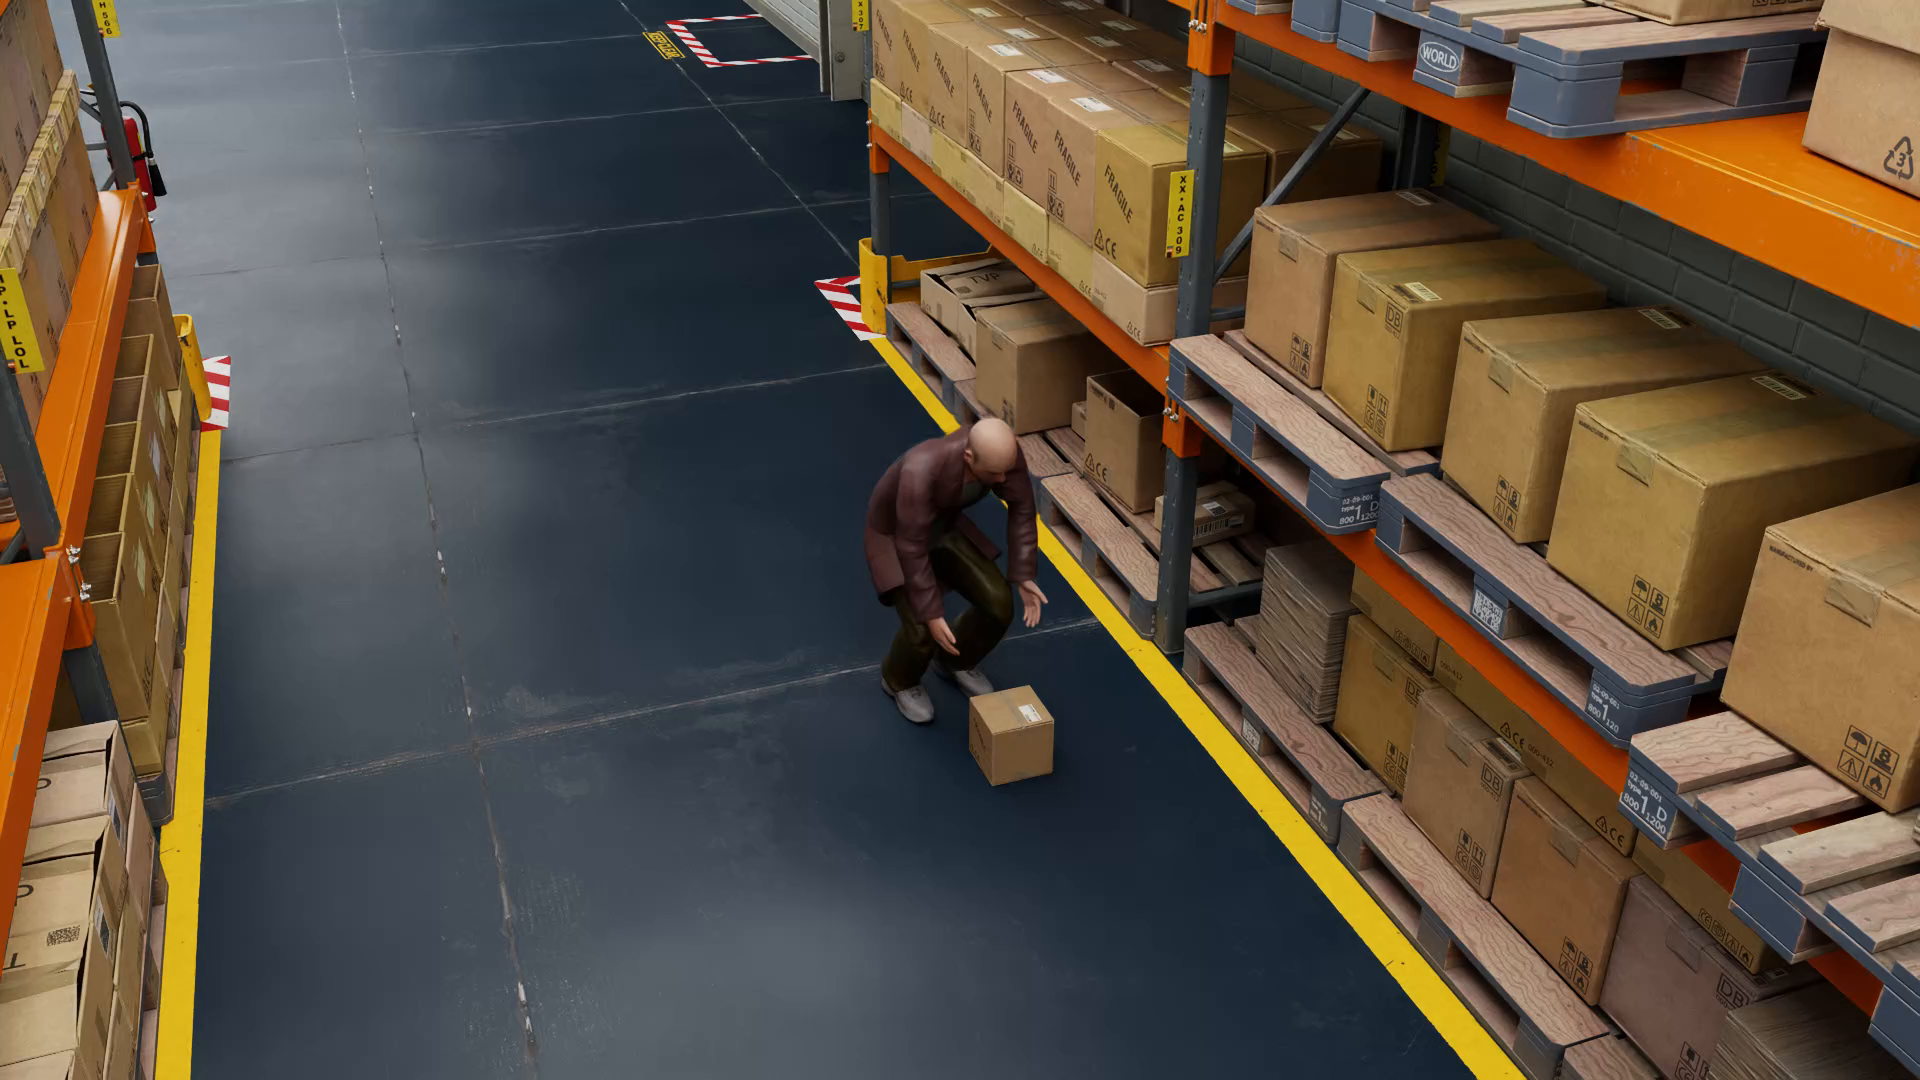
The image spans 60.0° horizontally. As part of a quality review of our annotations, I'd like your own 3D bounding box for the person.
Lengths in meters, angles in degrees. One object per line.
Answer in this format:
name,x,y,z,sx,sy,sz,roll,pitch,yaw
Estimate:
person,0.005,0.333,6.484,0.593,0.897,1.000,-18,34,-29
